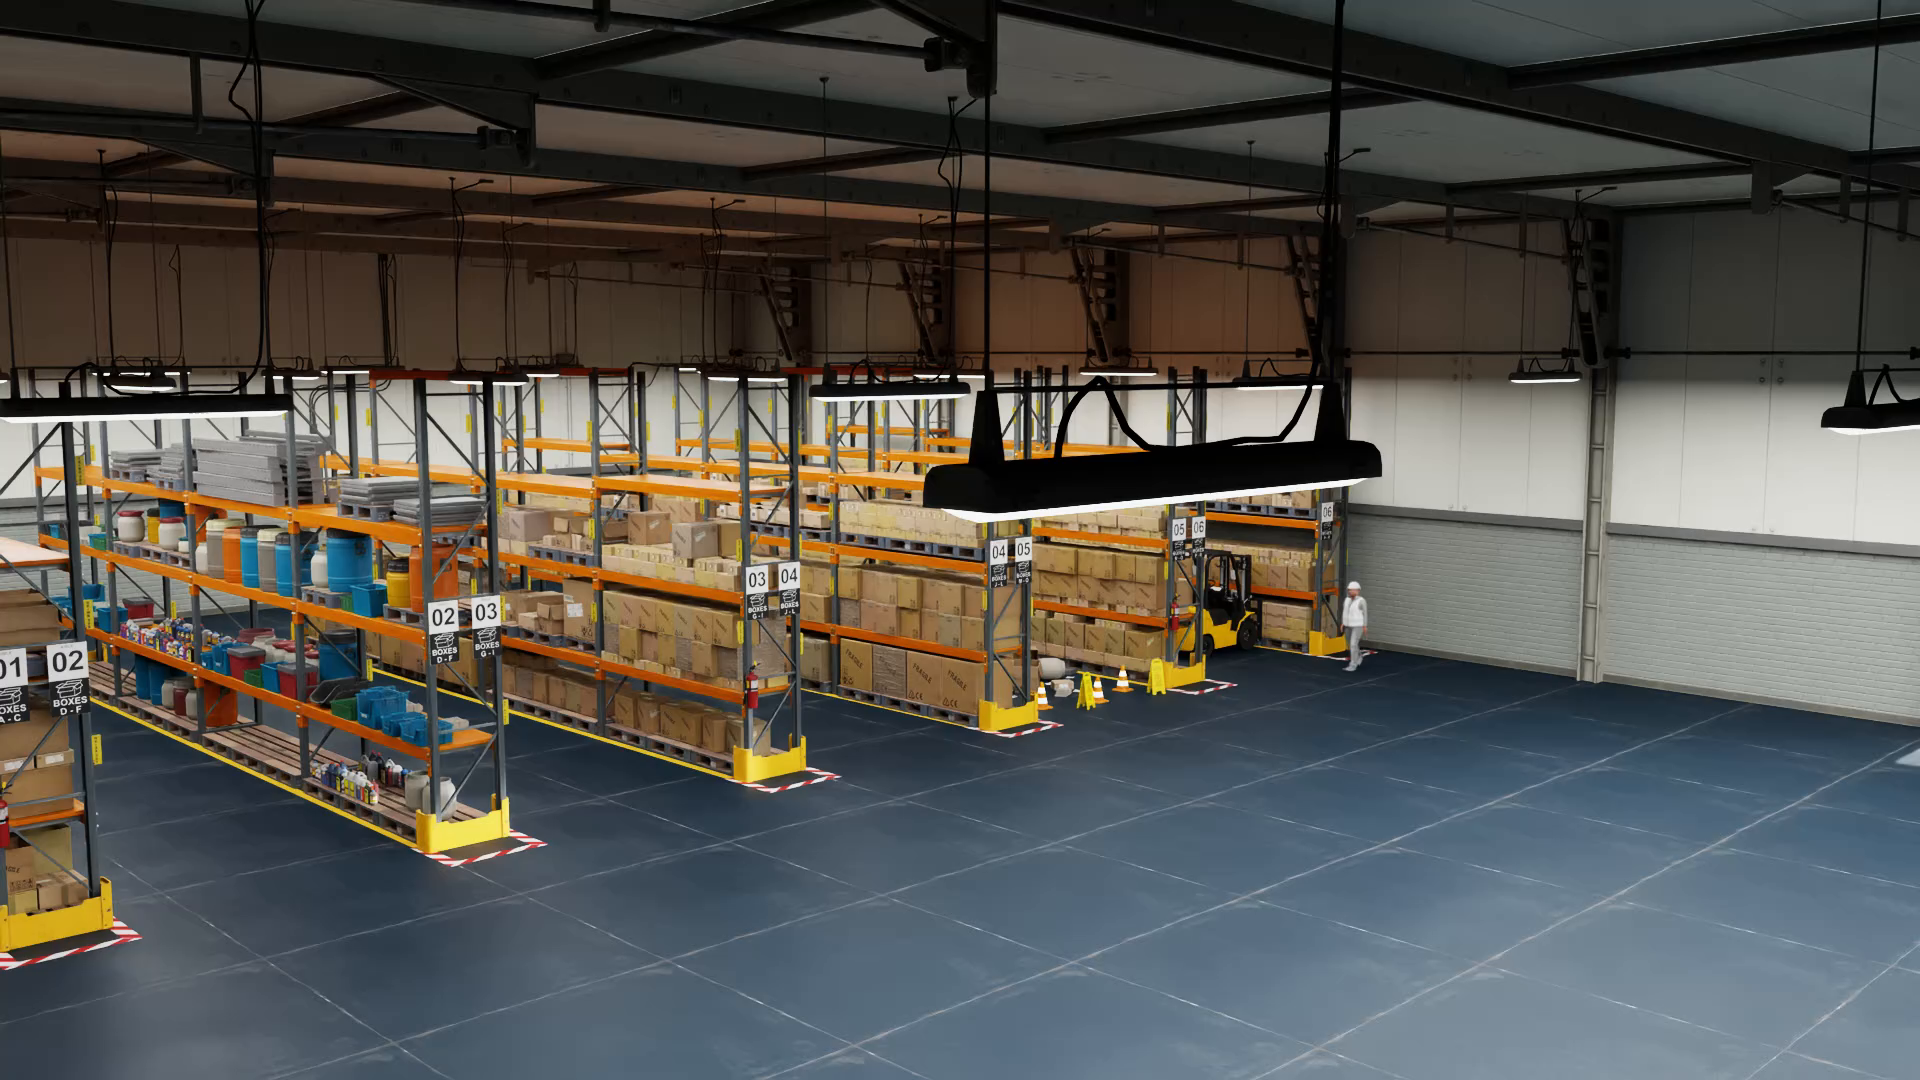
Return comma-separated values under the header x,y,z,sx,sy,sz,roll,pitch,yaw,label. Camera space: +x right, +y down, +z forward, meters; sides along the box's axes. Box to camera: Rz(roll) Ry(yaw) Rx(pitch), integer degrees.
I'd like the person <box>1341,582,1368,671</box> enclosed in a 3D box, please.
x,y,z,sx,sy,sz,roll,pitch,yaw,label
7.896,1.704,33.250,0.805,1.762,0.523,-4,8,-34,person
